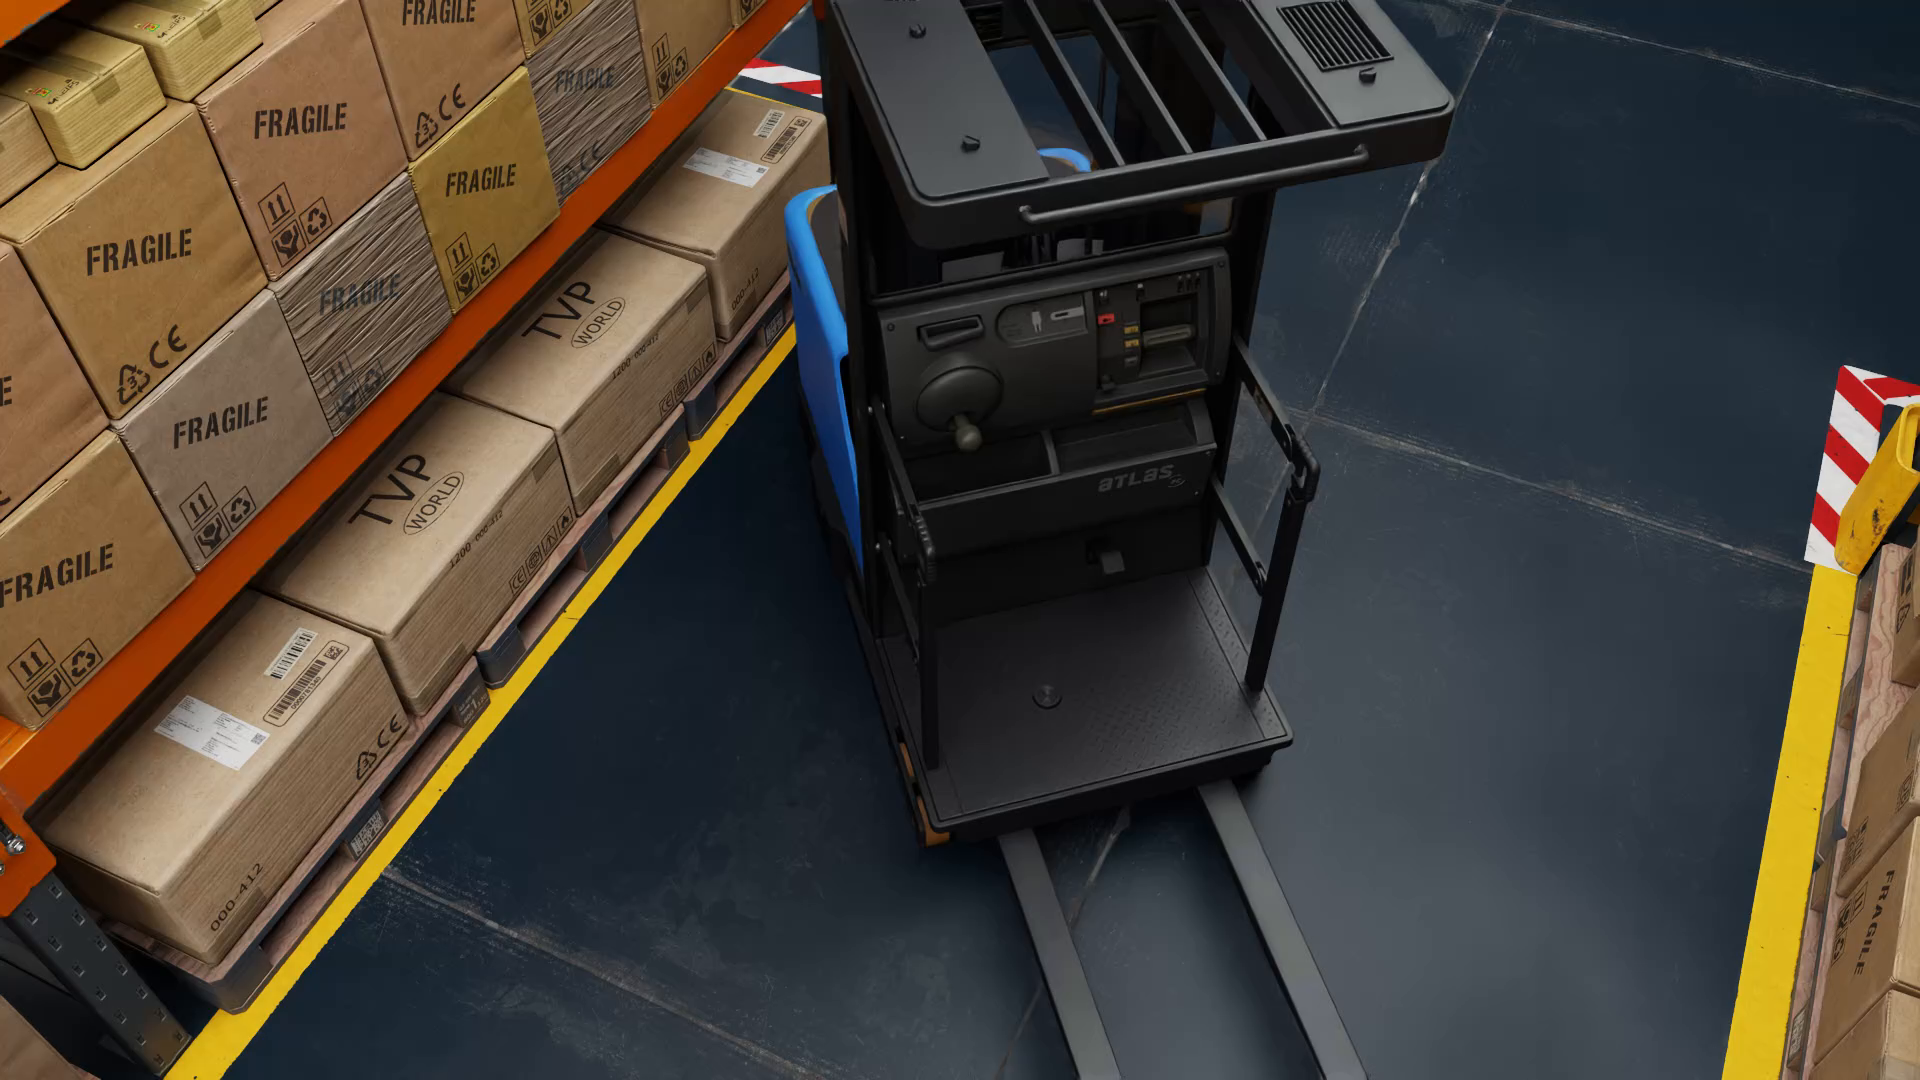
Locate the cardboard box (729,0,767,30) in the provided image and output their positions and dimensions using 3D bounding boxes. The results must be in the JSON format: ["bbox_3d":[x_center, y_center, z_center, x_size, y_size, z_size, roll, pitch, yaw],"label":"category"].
[{"bbox_3d":[-0.847,-2.086,5.490,0.500,0.500,0.500,20,53,16],"label":"cardboard box"}]

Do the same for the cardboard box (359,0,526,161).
[{"bbox_3d":[-1.499,-1.364,4.219,0.500,0.500,0.500,19,52,16],"label":"cardboard box"}]

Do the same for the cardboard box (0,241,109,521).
[{"bbox_3d":[-2.167,-0.323,3.333,0.500,0.500,0.500,20,53,16],"label":"cardboard box"}]

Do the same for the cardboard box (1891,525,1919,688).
[{"bbox_3d":[3.262,0.204,4.970,0.797,0.503,0.637,18,52,15],"label":"cardboard box"}]

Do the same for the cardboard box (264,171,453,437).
[{"bbox_3d":[-1.715,-0.673,4.288,0.500,0.500,0.500,20,53,16],"label":"cardboard box"}]

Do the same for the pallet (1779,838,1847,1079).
[{"bbox_3d":[2.714,1.483,4.350,1.003,0.211,1.213,20,52,16],"label":"pallet"}]

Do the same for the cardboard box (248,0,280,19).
[{"bbox_3d":[-1.719,-1.313,3.750,0.380,0.149,0.250,20,52,16],"label":"cardboard box"}]

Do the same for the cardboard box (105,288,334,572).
[{"bbox_3d":[-1.933,-0.333,3.998,0.500,0.500,0.500,20,53,16],"label":"cardboard box"}]

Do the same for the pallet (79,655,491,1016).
[{"bbox_3d":[-2.194,0.688,5.026,1.003,0.211,1.213,20,52,16],"label":"pallet"}]

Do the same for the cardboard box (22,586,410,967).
[{"bbox_3d":[-2.224,0.579,4.694,0.875,0.438,0.875,19,52,16],"label":"cardboard box"}]

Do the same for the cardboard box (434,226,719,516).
[{"bbox_3d":[-1.455,-0.658,5.747,0.875,0.438,0.875,21,53,17],"label":"cardboard box"}]

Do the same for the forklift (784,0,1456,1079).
[{"bbox_3d":[0.318,-0.381,4.150,1.130,2.935,3.031,-12,51,-10],"label":"forklift"}]

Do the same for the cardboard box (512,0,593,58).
[{"bbox_3d":[-1.282,-1.710,4.513,0.500,0.500,0.500,20,52,16],"label":"cardboard box"}]

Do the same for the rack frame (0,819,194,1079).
[{"bbox_3d":[-2.589,0.282,3.540,1.000,3.000,0.127,20,52,16],"label":"rack frame"}]

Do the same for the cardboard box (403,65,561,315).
[{"bbox_3d":[-1.495,-1.028,4.590,0.500,0.500,0.500,21,53,17],"label":"cardboard box"}]

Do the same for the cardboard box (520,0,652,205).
[{"bbox_3d":[-1.286,-1.388,4.896,0.500,0.500,0.500,21,53,17],"label":"cardboard box"}]

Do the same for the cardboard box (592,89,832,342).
[{"bbox_3d":[-1.072,-1.291,6.285,0.875,0.438,0.875,18,52,15],"label":"cardboard box"}]

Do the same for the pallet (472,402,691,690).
[{"bbox_3d":[-1.674,-0.155,5.743,1.003,0.211,1.213,20,52,16],"label":"pallet"}]

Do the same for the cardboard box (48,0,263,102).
[{"bbox_3d":[-1.753,-1.113,3.580,0.380,0.149,0.250,18,52,15],"label":"cardboard box"}]

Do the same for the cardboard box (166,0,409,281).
[{"bbox_3d":[-1.716,-1.018,3.924,0.500,0.500,0.500,21,53,17],"label":"cardboard box"}]

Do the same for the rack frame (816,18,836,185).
[{"bbox_3d":[-0.880,-2.472,5.884,1.000,3.000,0.127,20,52,16],"label":"rack frame"}]

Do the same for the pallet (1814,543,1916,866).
[{"bbox_3d":[3.237,0.646,5.062,1.003,0.211,1.213,20,52,16],"label":"pallet"}]

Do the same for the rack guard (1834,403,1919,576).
[{"bbox_3d":[3.577,0.003,5.419,1.175,0.500,0.348,20,52,16],"label":"rack guard"}]

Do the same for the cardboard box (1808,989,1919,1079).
[{"bbox_3d":[2.418,1.496,3.873,0.700,0.500,0.500,18,52,15],"label":"cardboard box"}]

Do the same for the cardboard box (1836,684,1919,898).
[{"bbox_3d":[2.862,0.781,4.482,0.700,0.500,0.500,22,53,18],"label":"cardboard box"}]

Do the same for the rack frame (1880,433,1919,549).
[{"bbox_3d":[3.609,-0.859,4.512,1.000,3.000,0.127,20,52,16],"label":"rack frame"}]

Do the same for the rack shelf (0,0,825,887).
[{"bbox_3d":[-1.735,-0.862,4.986,1.077,0.370,4.000,20,52,16],"label":"rack shelf"}]

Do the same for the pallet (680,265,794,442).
[{"bbox_3d":[-1.151,-0.992,6.456,1.003,0.211,1.213,20,52,16],"label":"pallet"}]

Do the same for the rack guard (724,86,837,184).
[{"bbox_3d":[-0.870,-1.678,6.850,1.175,0.500,0.348,20,52,16],"label":"rack guard"}]

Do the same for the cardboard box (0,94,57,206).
[{"bbox_3d":[-2.054,-0.789,3.303,0.380,0.149,0.250,19,52,16],"label":"cardboard box"}]

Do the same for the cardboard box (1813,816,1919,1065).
[{"bbox_3d":[2.545,1.112,4.200,0.500,0.500,0.500,21,53,17],"label":"cardboard box"}]

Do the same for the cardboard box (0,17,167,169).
[{"bbox_3d":[-1.892,-0.940,3.432,0.380,0.149,0.250,19,52,16],"label":"cardboard box"}]

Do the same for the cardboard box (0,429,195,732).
[{"bbox_3d":[-2.152,0.012,3.704,0.500,0.500,0.500,21,53,17],"label":"cardboard box"}]

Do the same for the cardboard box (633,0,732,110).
[{"bbox_3d":[-1.075,-1.745,5.200,0.500,0.500,0.500,19,52,15],"label":"cardboard box"}]

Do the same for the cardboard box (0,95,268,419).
[{"bbox_3d":[-1.946,-0.669,3.627,0.500,0.500,0.500,19,52,16],"label":"cardboard box"}]

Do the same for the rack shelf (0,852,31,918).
[{"bbox_3d":[-3.444,1.893,2.642,1.077,0.370,4.000,20,52,16],"label":"rack shelf"}]

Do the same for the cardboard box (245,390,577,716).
[{"bbox_3d":[-1.842,-0.037,5.219,0.875,0.438,0.875,18,52,15],"label":"cardboard box"}]
